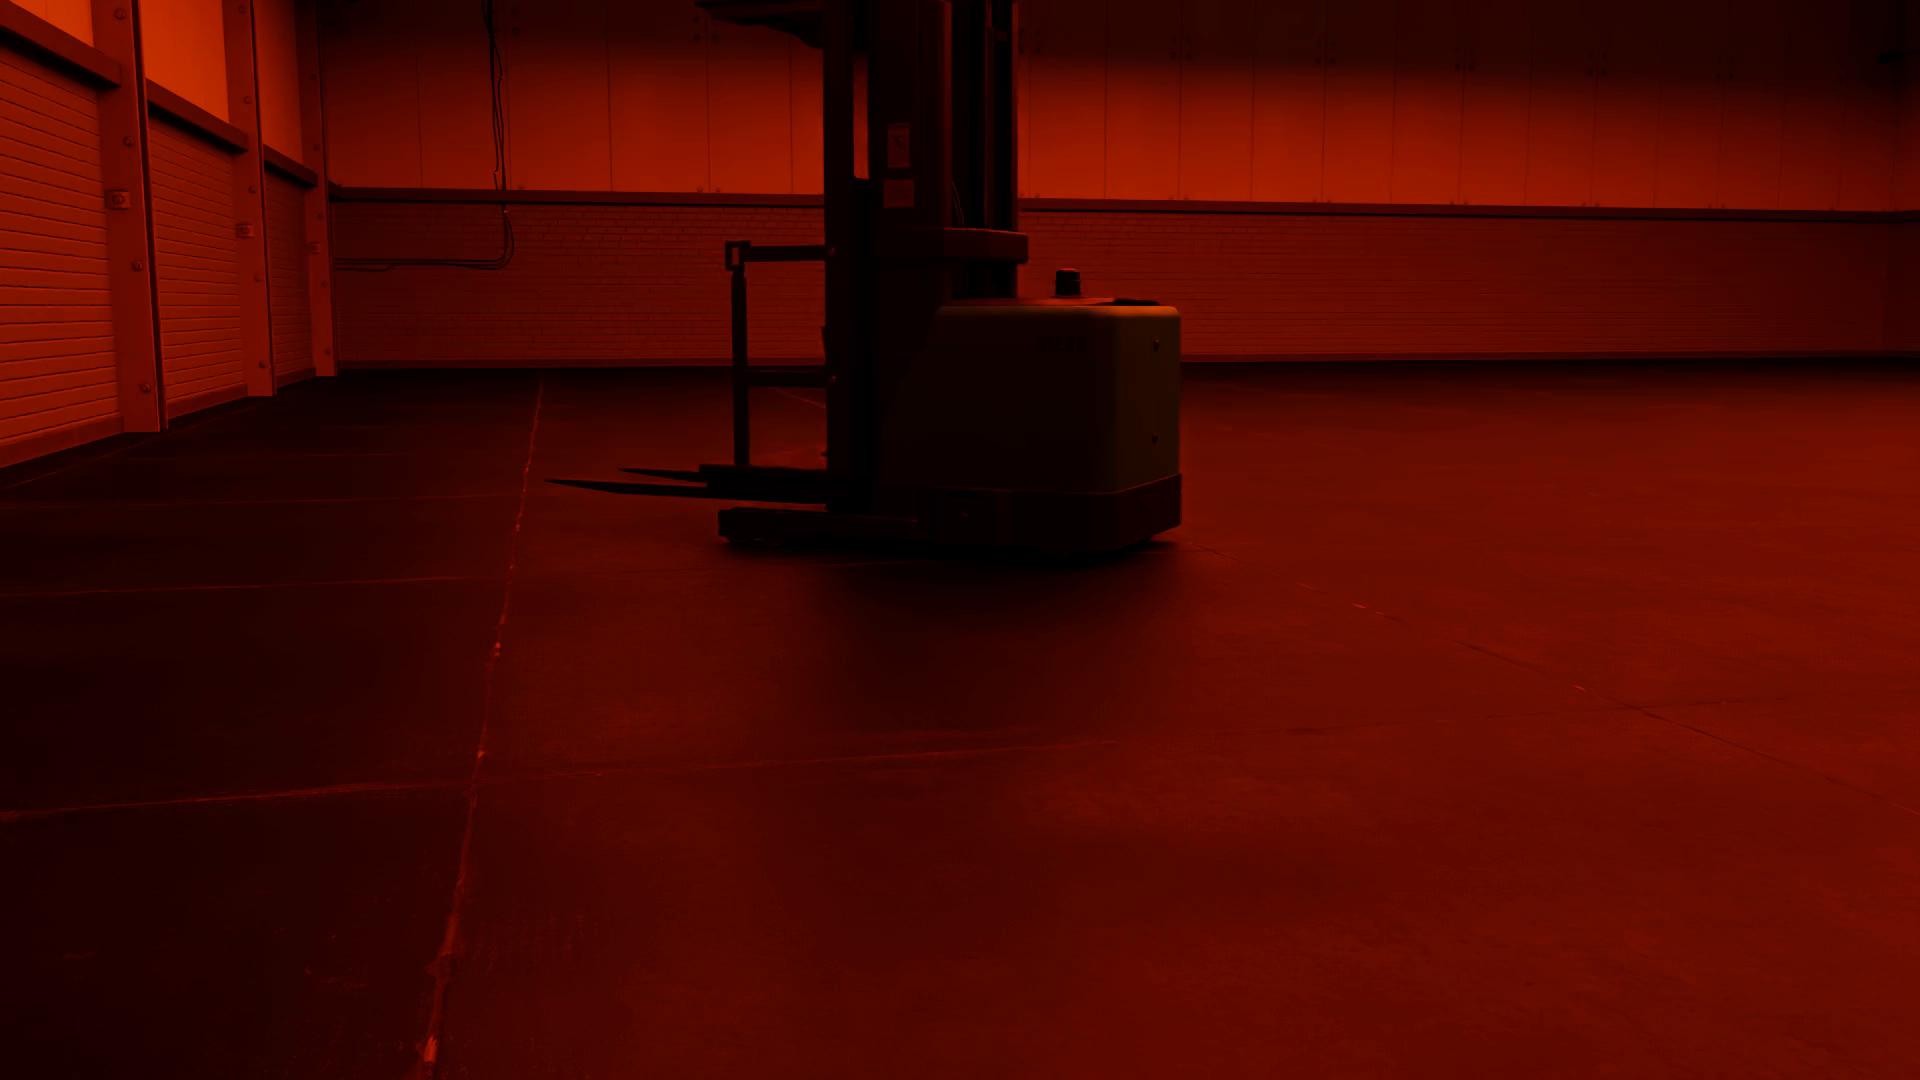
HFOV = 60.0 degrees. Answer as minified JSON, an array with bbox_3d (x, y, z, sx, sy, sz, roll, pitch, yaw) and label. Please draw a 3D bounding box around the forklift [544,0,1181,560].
[{"bbox_3d":[-0.542,-1.482,7.721,3.031,2.935,1.130,4,9,24],"label":"forklift"}]
